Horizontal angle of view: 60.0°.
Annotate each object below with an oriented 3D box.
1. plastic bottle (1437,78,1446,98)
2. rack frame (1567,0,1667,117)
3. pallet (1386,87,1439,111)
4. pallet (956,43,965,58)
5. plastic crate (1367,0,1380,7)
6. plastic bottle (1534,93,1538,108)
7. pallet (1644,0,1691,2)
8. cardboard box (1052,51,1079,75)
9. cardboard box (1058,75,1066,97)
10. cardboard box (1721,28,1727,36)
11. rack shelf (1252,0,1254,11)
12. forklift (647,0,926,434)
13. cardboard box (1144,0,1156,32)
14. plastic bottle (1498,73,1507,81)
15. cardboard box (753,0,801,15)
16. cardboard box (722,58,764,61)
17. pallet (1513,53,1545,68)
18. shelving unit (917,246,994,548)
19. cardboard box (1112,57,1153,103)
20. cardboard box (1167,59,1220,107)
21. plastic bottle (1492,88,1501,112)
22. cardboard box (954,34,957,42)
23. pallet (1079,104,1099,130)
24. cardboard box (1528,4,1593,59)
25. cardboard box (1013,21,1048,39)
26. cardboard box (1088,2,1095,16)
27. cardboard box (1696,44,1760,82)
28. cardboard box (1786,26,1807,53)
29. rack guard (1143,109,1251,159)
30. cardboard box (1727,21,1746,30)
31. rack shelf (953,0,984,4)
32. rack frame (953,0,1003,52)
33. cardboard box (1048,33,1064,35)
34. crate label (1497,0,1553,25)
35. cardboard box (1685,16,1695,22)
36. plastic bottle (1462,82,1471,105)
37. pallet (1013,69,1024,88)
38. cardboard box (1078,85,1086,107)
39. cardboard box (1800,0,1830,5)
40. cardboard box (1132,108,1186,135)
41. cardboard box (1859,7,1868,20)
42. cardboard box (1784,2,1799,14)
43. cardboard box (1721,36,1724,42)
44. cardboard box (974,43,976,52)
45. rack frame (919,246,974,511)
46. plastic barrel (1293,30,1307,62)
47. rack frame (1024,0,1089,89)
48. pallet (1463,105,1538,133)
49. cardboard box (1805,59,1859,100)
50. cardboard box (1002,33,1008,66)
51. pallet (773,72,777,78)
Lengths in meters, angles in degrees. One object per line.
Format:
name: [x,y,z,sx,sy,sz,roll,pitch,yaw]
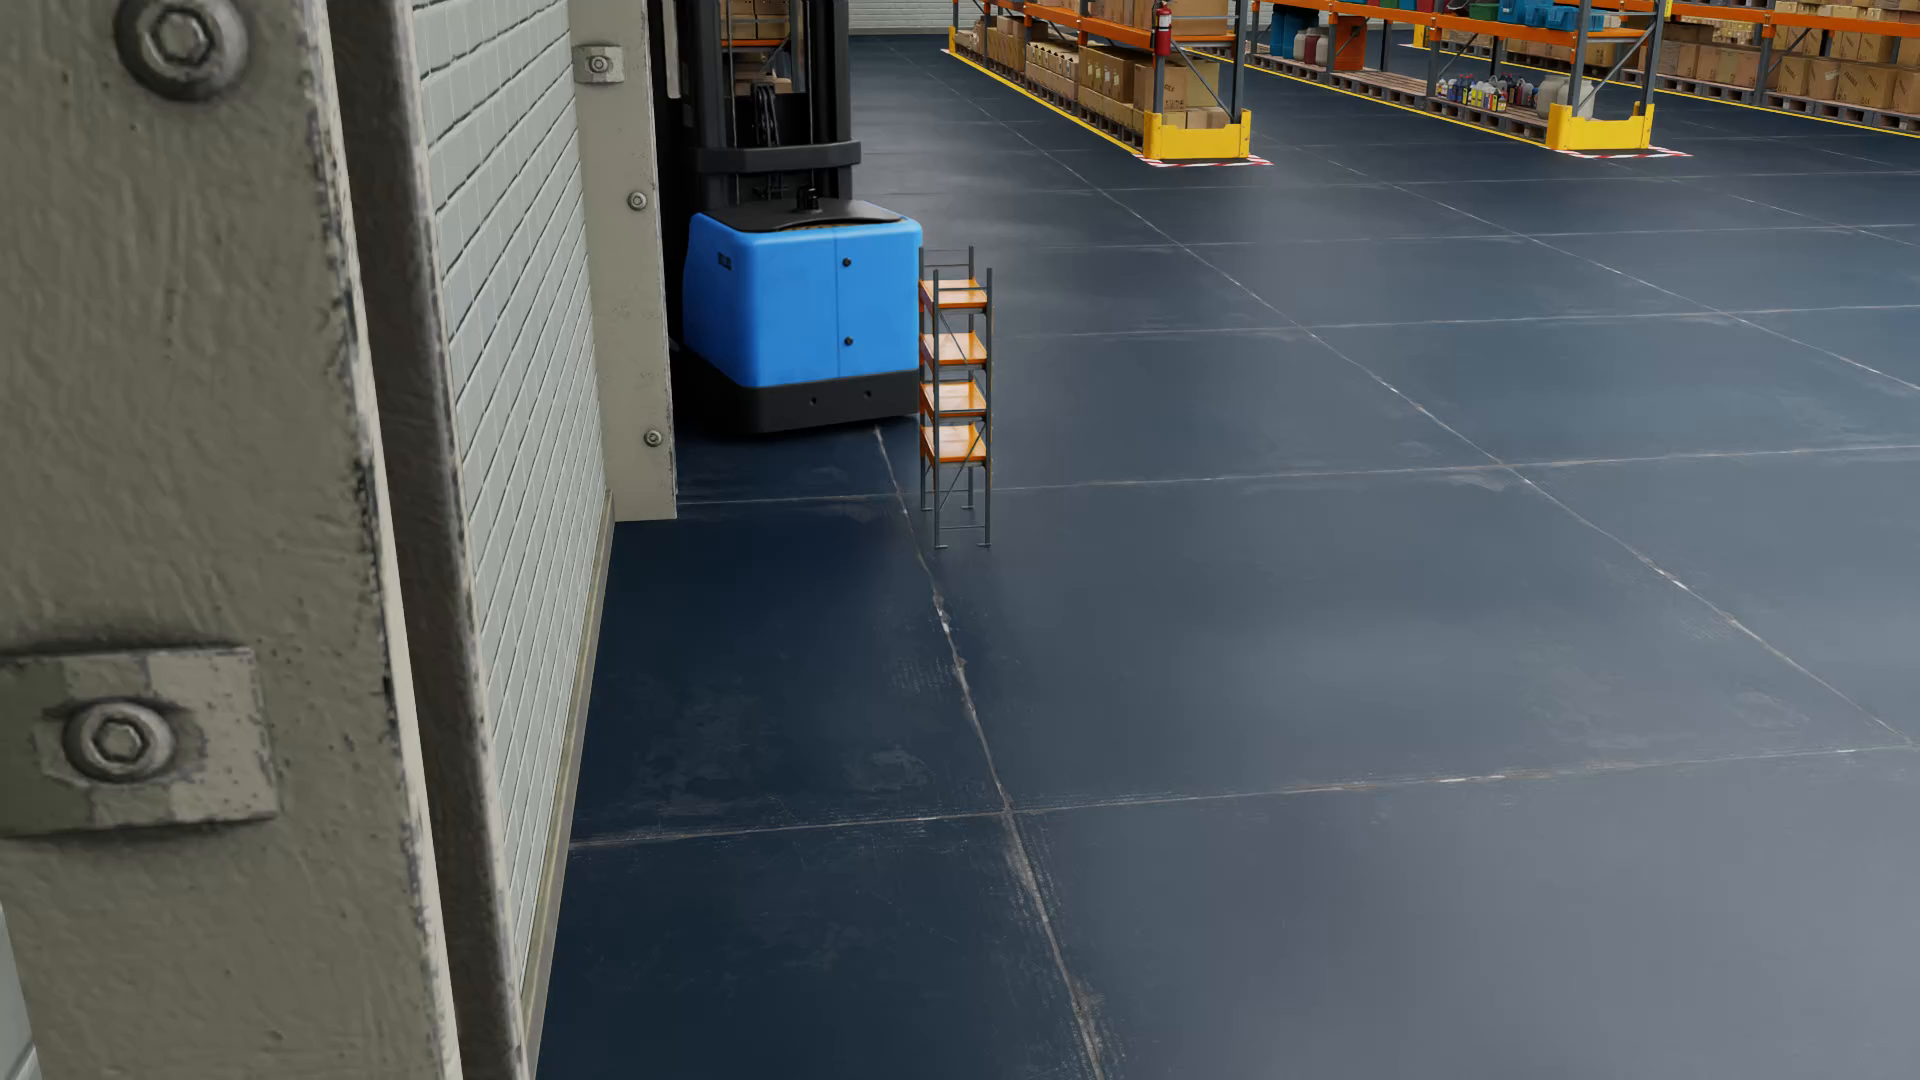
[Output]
plastic bottle: [6.610,-6.199,22.797,0.097,0.271,0.097,0,20,0]
rack frame: [7.574,-6.018,19.043,1.000,3.000,0.127,-3,21,-8]
pallet: [6.846,-6.367,23.962,1.003,0.211,1.213,-3,21,-8]
pallet: [0.492,-9.701,32.888,1.003,0.211,1.213,-3,21,-8]
plastic crate: [6.351,-8.243,24.908,0.402,0.464,0.583,-3,21,-8]
plastic bottle: [7.543,-5.745,21.681,0.097,0.201,0.097,0,20,0]
pallet: [11.530,-8.707,26.515,1.213,0.211,1.003,-3,21,-8]
cardboard box: [1.602,-6.805,23.676,0.500,0.311,0.500,-3,21,-8]
cardboard box: [1.677,-6.368,23.307,0.500,0.250,0.500,-3,21,-9]
cardboard box: [15.262,-10.008,32.775,0.380,0.149,0.250,-3,21,-7]
rack shelf: [5.556,-10.529,32.147,1.077,0.370,4.000,-3,21,-8]
forklift: [-1.267,-2.391,9.428,1.130,2.935,3.031,-9,22,-24]
cardboard box: [2.537,-6.161,19.281,0.700,0.500,0.500,-2,21,-6]
plastic bottle: [7.375,-6.160,22.579,0.144,0.351,0.185,-3,21,-9]
cardboard box: [-2.001,-5.990,18.080,0.500,0.500,0.500,-3,21,-8]
cardboard box: [-3.053,-6.369,22.926,0.700,0.500,0.500,-3,21,-9]
pallet: [10.931,-8.853,30.619,1.003,0.211,1.213,-3,21,-8]
shelving unit: [-0.024,-0.619,7.160,0.258,1.200,0.503,-3,21,-8]
cardboard box: [2.141,-5.546,20.036,0.500,0.500,0.500,-3,21,-8]
cardboard box: [2.741,-5.400,19.644,0.500,0.500,0.500,-3,21,-8]
plastic bottle: [6.841,-5.605,21.190,0.061,0.283,0.133,-2,21,-6]
cardboard box: [0.086,-10.018,33.197,0.380,0.149,0.250,-3,21,-8]
pallet: [2.168,-5.571,21.830,1.003,0.211,1.213,-3,21,-8]
cardboard box: [10.987,-9.094,29.715,1.225,0.875,0.875,-4,21,-10]
cardboard box: [1.139,-8.257,26.910,0.500,0.250,0.500,-2,21,-6]
cardboard box: [1.981,-7.253,22.562,0.500,0.250,0.500,-2,21,-4]
cardboard box: [11.700,-7.262,25.315,0.700,0.500,0.500,-5,21,-12]
cardboard box: [15.590,-9.212,30.565,0.500,0.500,0.500,-2,21,-5]
rack guard: [2.675,-4.591,18.793,1.175,0.500,0.348,-3,21,-8]
cardboard box: [15.240,-10.060,32.489,0.380,0.149,0.250,-3,21,-8]
rack shelf: [0.654,-10.280,31.481,1.077,0.370,4.000,-3,21,-8]
rack frame: [0.365,-11.310,33.210,1.000,3.000,0.127,-3,21,-8]
cardboard box: [1.507,-8.282,28.048,0.500,0.500,0.500,-4,21,-10]
crate label: [7.041,-6.659,20.706,0.502,0.435,0.616,-3,21,-8]
cardboard box: [15.048,-10.603,33.942,0.380,0.149,0.250,-2,21,-6]
plastic bottle: [6.713,-5.912,22.011,0.061,0.283,0.133,-2,21,-5]
pallet: [1.448,-7.494,26.979,1.003,0.211,1.213,-3,21,-8]
cardboard box: [1.862,-5.888,22.022,0.500,0.250,0.500,-3,21,-8]
cardboard box: [11.940,-7.506,22.456,0.875,0.500,0.500,-3,21,-8]
cardboard box: [2.302,-4.849,19.242,0.500,0.250,0.500,-3,21,-8]
cardboard box: [11.942,-6.843,21.609,0.380,0.149,0.250,-3,21,-8]
cardboard box: [11.655,-7.359,22.990,0.380,0.149,0.250,-3,21,-8]
cardboard box: [15.300,-9.898,32.904,0.380,0.149,0.250,-3,21,-9]
cardboard box: [0.466,-9.105,30.753,0.380,0.149,0.250,-3,21,-8]
rack frame: [-0.059,-0.704,7.386,0.240,1.200,0.015,-3,21,-8]
plastic barrel: [6.001,-8.570,28.830,0.421,0.512,0.421,0,20,0]
rack frame: [1.519,-8.540,25.793,1.000,3.000,0.127,-3,21,-8]
pallet: [7.232,-5.439,21.477,1.003,0.211,1.213,-3,21,-8]
cardboard box: [12.007,-6.340,22.877,0.500,0.500,0.500,4,21,9]
cardboard box: [0.996,-8.247,27.955,0.500,0.500,0.500,-4,21,-10]
pallet: [-3.422,-7.259,26.350,1.003,0.211,1.213,-3,21,-8]
